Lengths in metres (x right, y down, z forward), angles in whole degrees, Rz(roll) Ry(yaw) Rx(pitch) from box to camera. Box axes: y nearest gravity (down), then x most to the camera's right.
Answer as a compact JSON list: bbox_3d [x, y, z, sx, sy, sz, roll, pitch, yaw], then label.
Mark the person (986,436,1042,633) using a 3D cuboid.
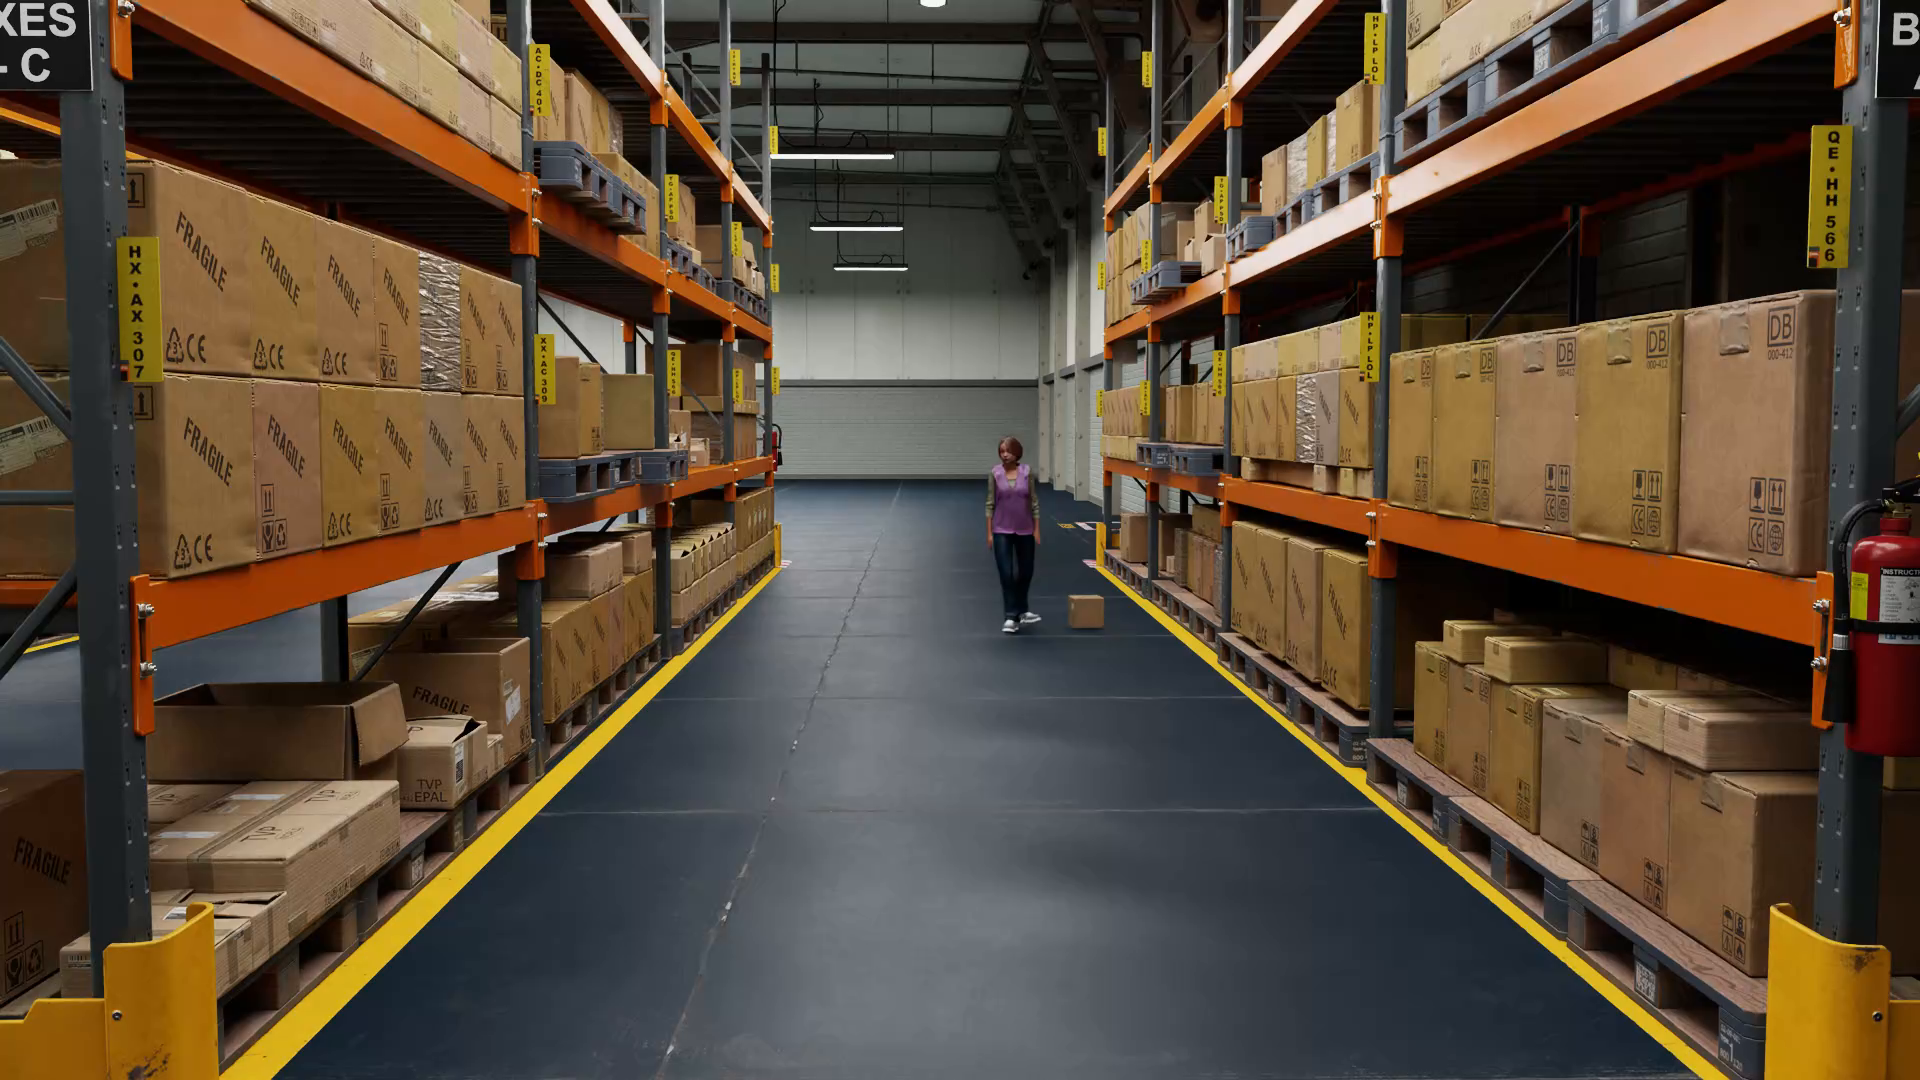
[{"bbox_3d":[0.441,-0.055,13.538,0.475,1.583,0.512,0,4,-3],"label":"person"}]
